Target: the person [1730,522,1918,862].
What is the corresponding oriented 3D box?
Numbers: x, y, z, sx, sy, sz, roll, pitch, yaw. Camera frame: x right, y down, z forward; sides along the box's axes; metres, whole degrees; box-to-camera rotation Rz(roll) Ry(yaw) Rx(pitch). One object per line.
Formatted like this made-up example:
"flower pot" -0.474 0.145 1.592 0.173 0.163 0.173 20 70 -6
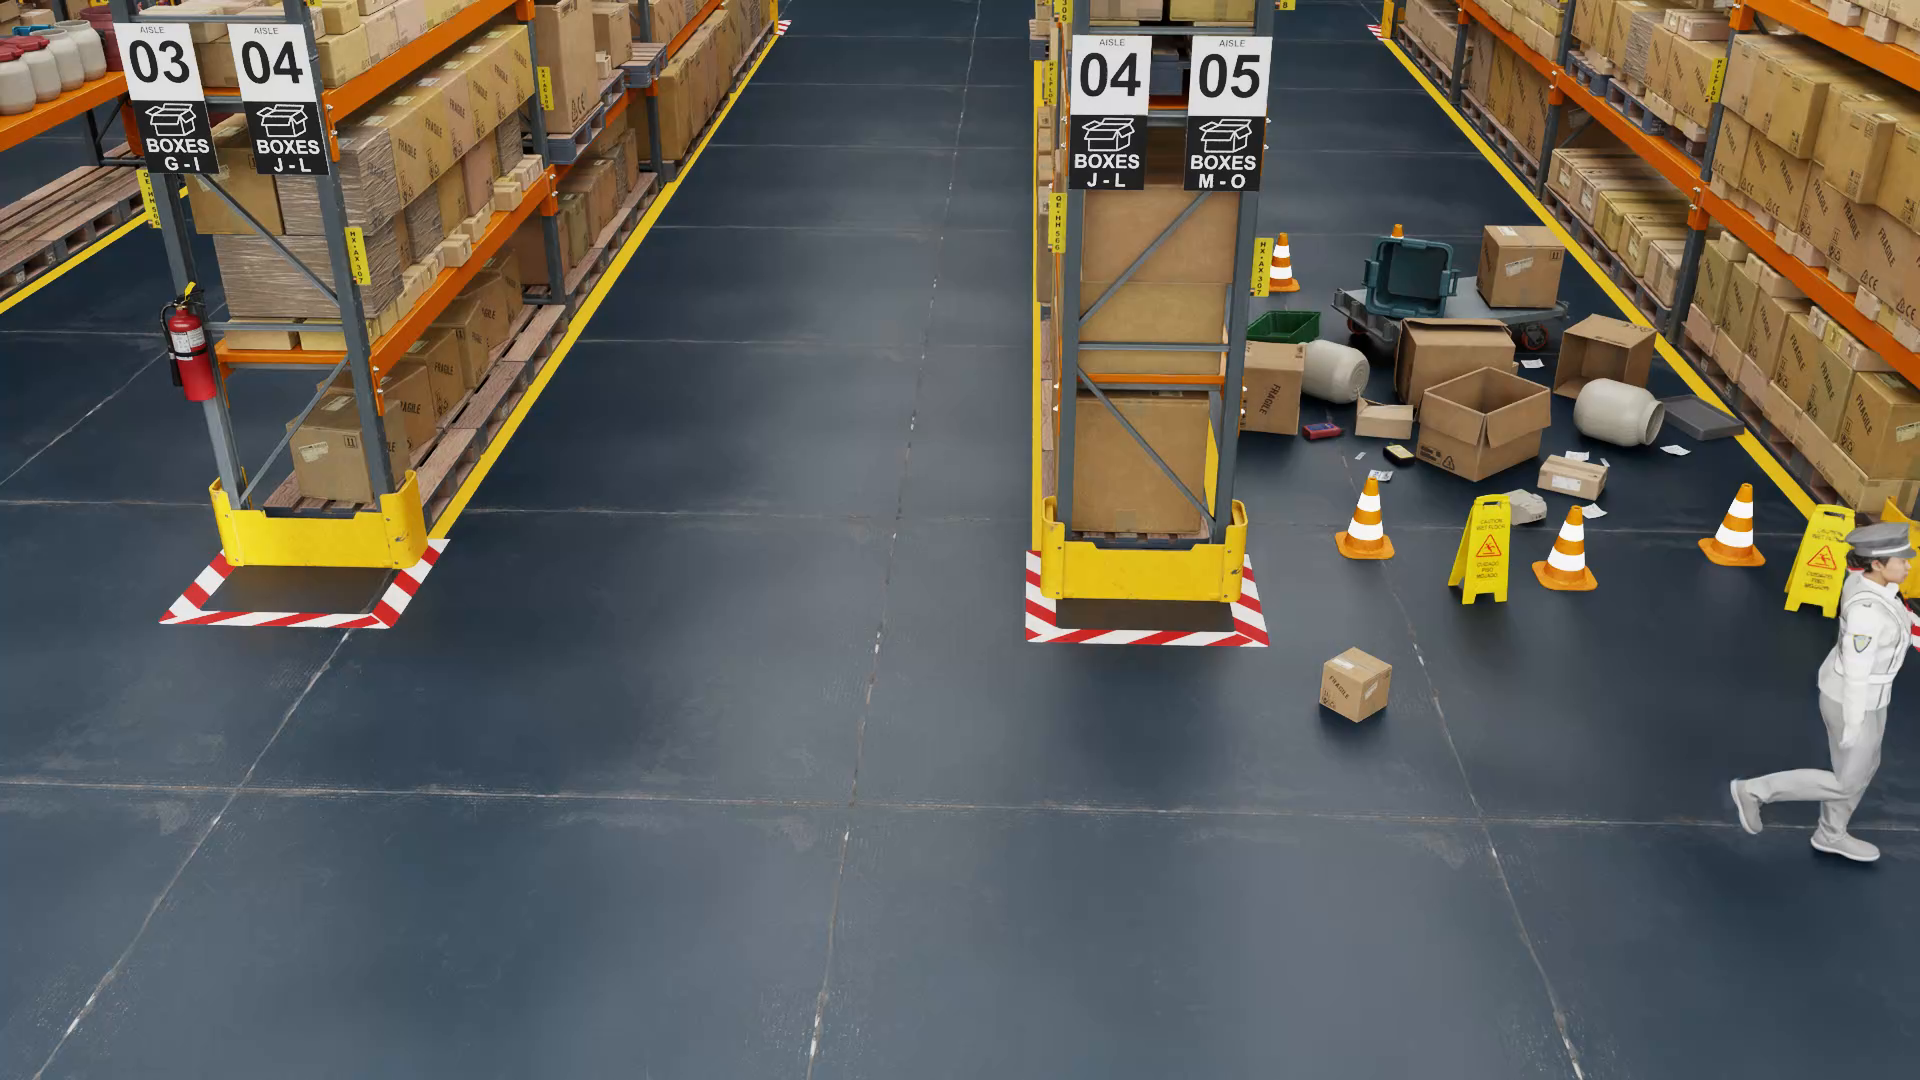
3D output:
"person" 3.879 0.670 7.310 0.672 1.667 0.489 14 31 25
